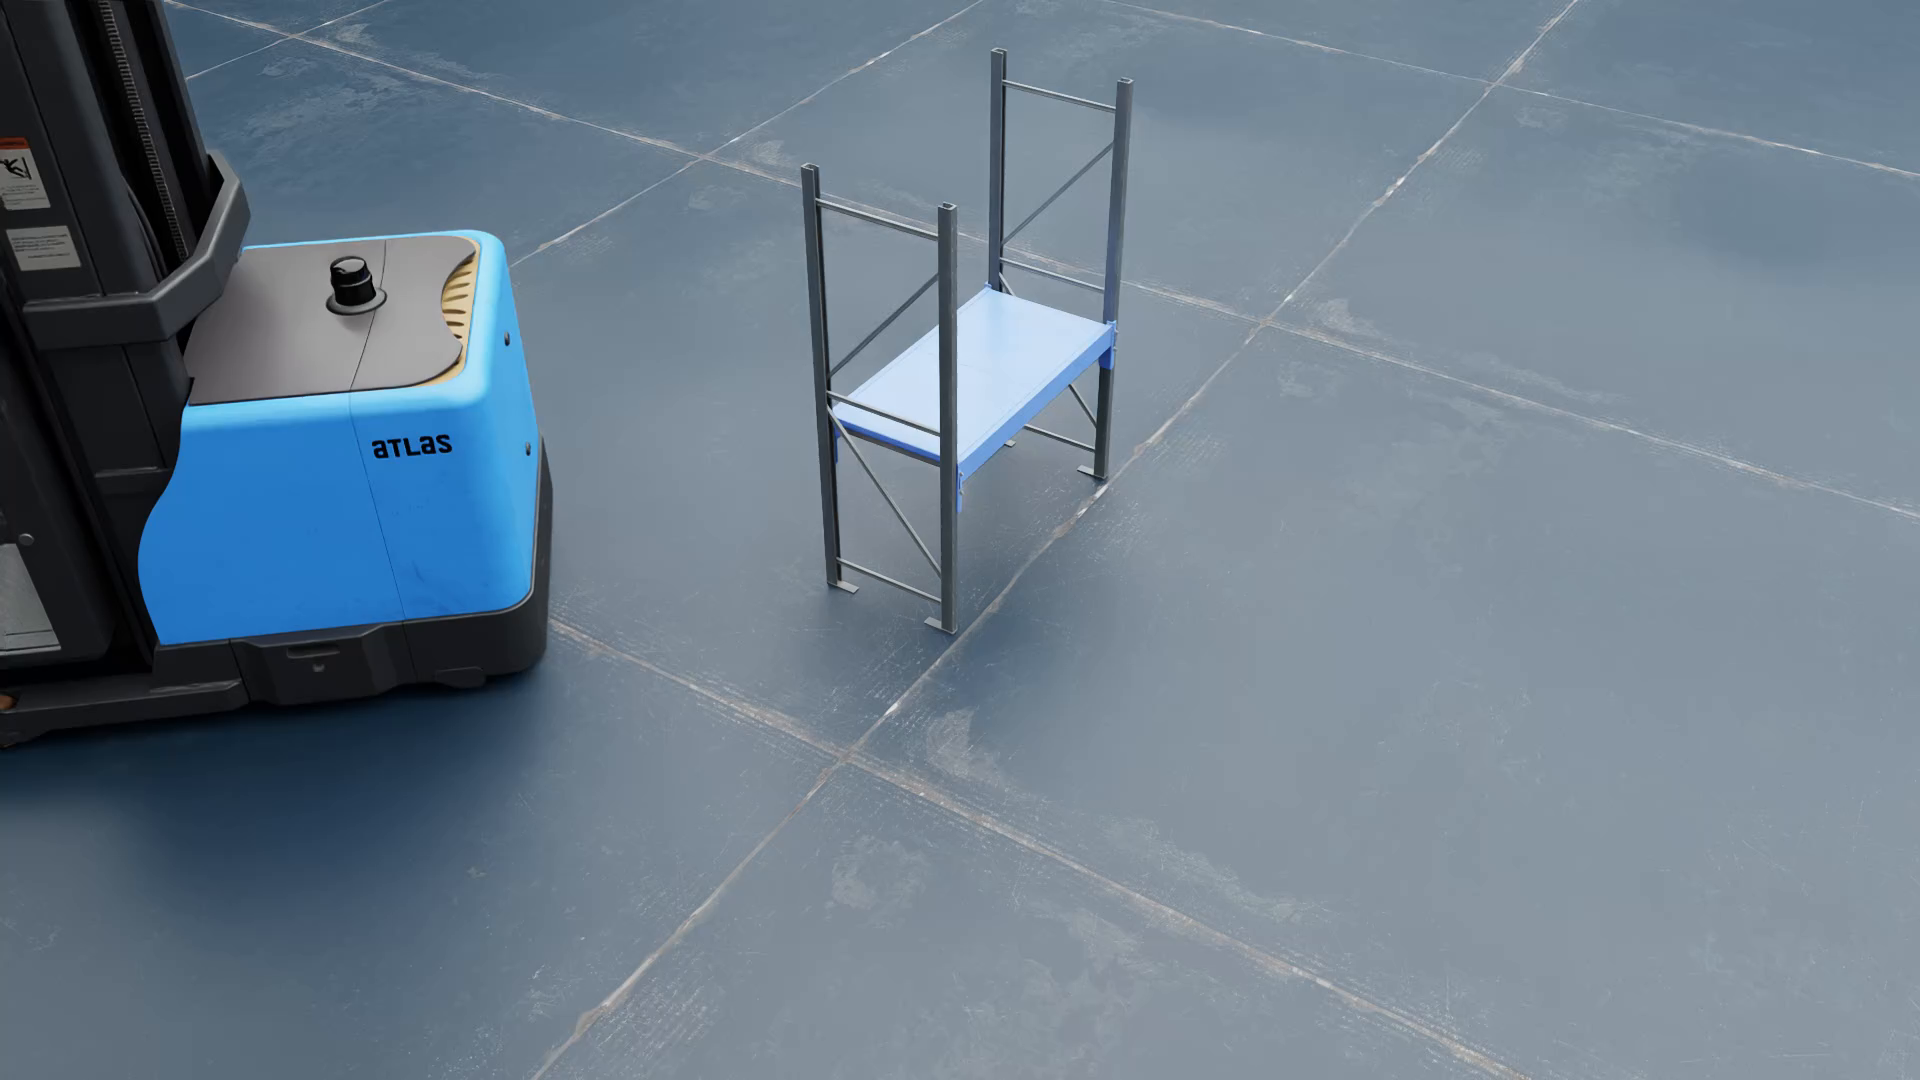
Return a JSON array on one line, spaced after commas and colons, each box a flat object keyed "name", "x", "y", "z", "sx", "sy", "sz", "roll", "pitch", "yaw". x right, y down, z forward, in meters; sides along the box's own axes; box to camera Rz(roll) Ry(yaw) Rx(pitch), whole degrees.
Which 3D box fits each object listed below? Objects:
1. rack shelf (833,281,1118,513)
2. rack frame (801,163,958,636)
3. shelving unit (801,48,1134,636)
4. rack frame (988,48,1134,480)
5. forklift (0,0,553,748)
[{"name": "rack shelf", "x": 0.046, "y": -0.496, "z": 5.459, "sx": 0.538, "sy": 0.185, "sz": 1.000, "roll": 21, "pitch": 42, "yaw": 25}, {"name": "rack frame", "x": -0.227, "y": -0.376, "z": 5.009, "sx": 0.500, "sy": 1.500, "sz": 0.032, "roll": 21, "pitch": 42, "yaw": 25}, {"name": "shelving unit", "x": 0.046, "y": -0.638, "z": 5.349, "sx": 0.538, "sy": 1.500, "sz": 1.048, "roll": 21, "pitch": 42, "yaw": 25}, {"name": "rack frame", "x": 0.318, "y": -0.900, "z": 5.689, "sx": 0.500, "sy": 1.500, "sz": 0.032, "roll": 21, "pitch": 42, "yaw": 25}, {"name": "forklift", "x": -2.858, "y": -0.870, "z": 4.477, "sx": 3.031, "sy": 2.935, "sz": 1.130, "roll": -6, "pitch": 38, "yaw": -7}]
